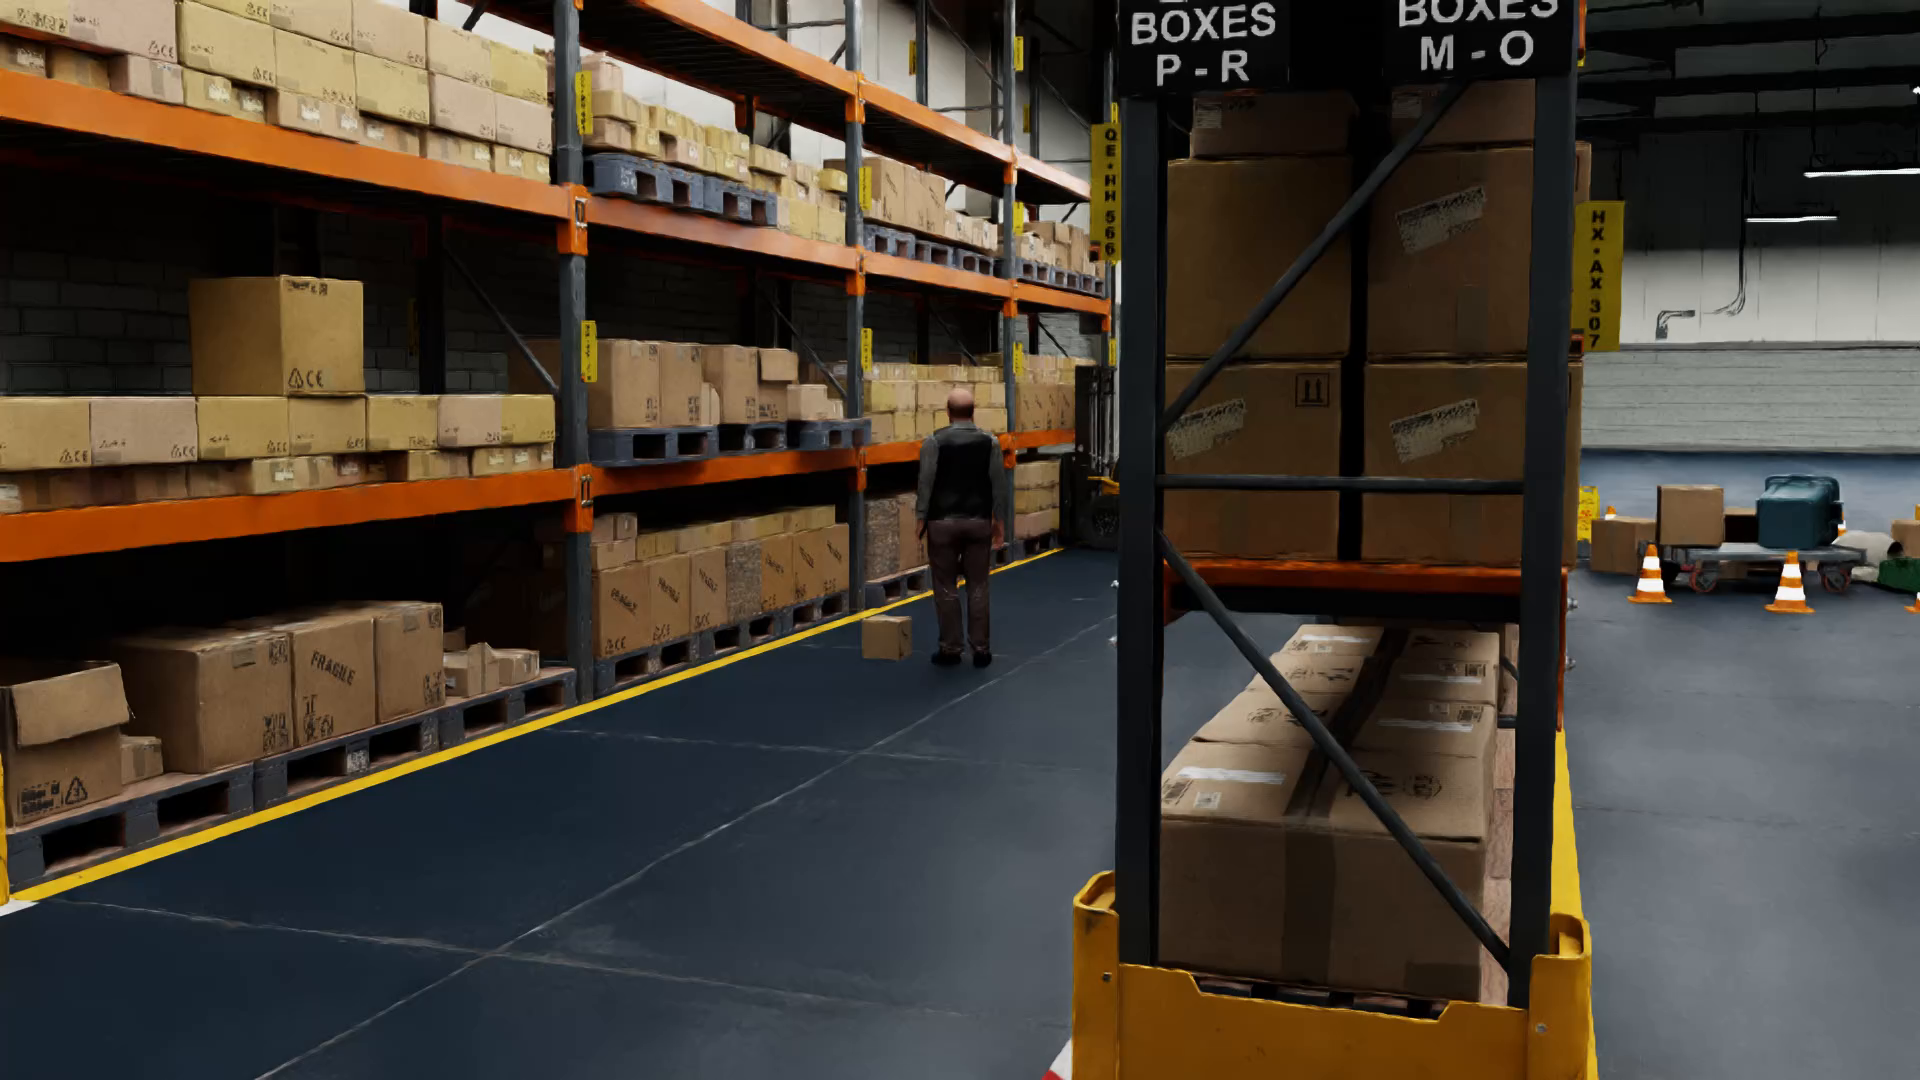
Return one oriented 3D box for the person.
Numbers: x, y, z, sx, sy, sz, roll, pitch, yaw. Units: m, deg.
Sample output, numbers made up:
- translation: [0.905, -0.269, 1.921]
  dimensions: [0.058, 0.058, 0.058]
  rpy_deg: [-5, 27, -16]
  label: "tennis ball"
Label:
- translation: [-0.002, -0.081, 10.429]
  dimensions: [0.573, 1.739, 0.409]
  rpy_deg: [-1, 5, -15]
  label: "person"
